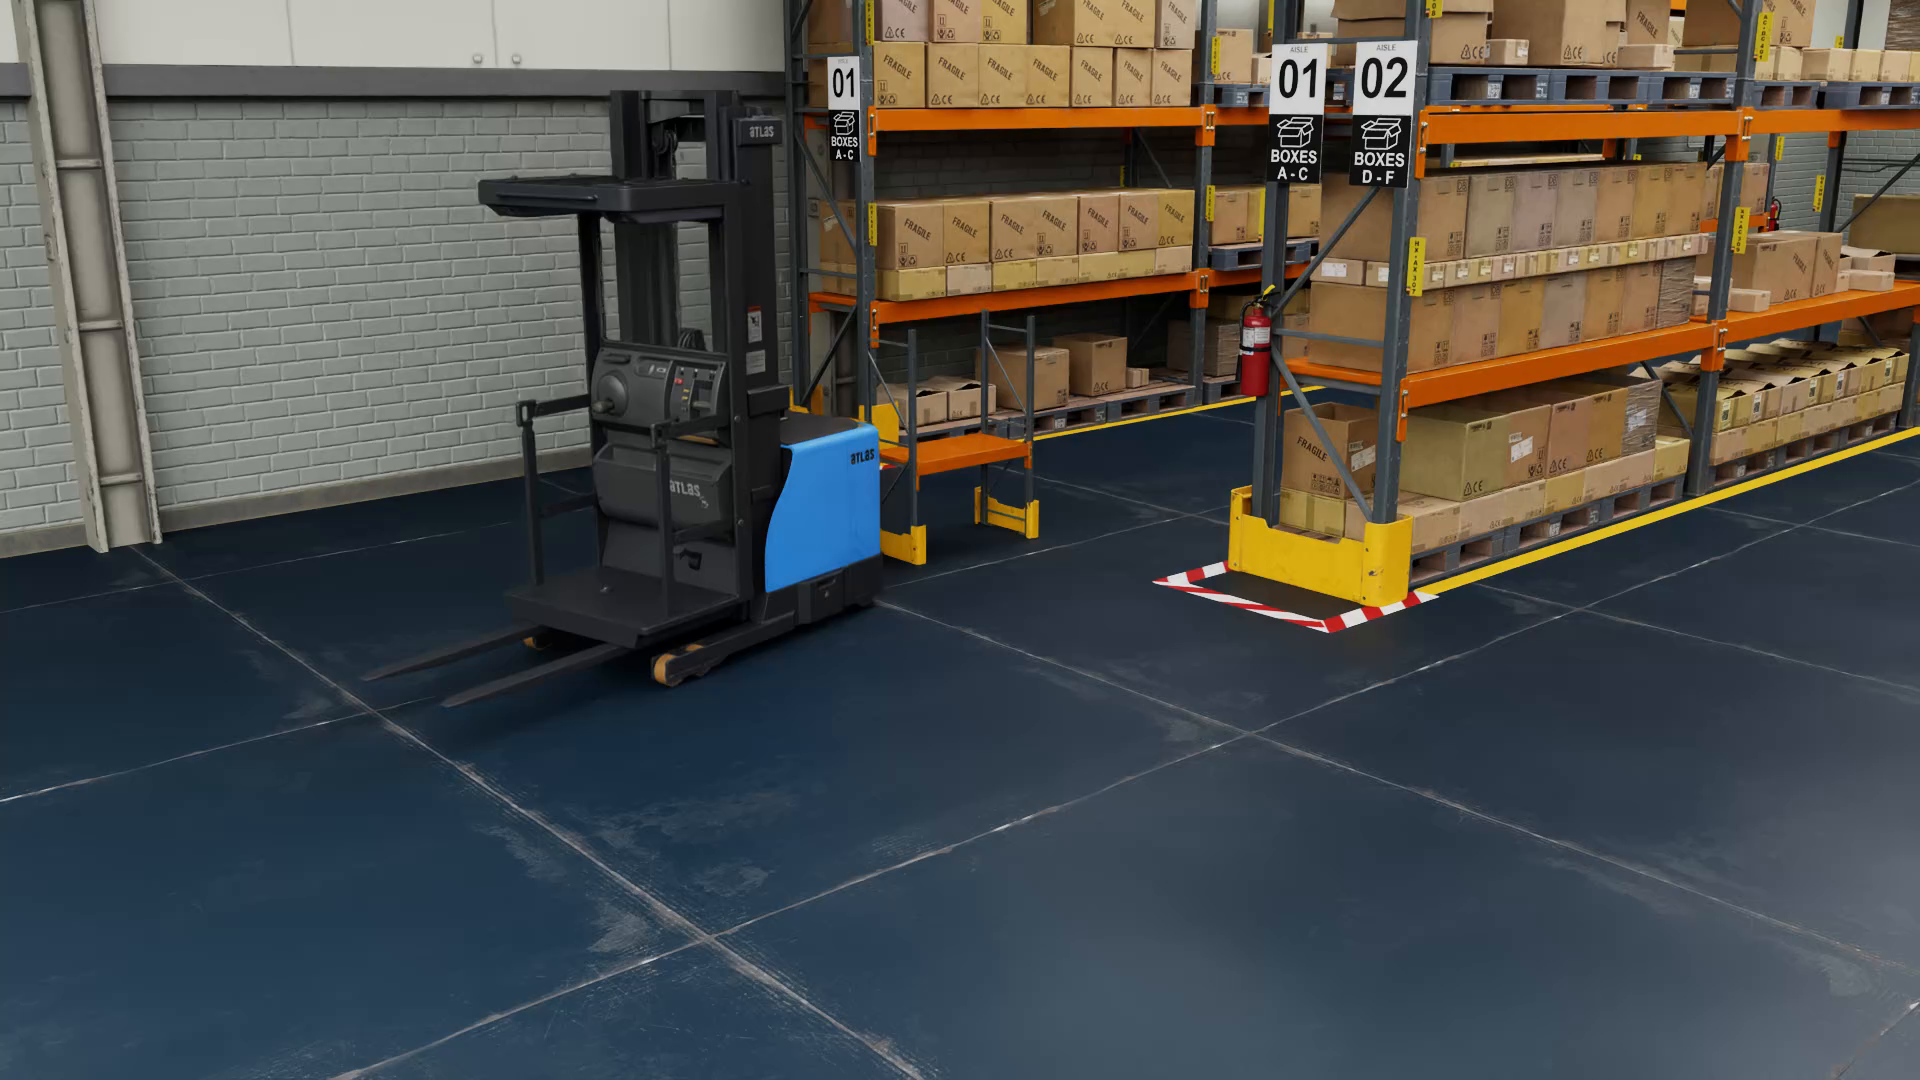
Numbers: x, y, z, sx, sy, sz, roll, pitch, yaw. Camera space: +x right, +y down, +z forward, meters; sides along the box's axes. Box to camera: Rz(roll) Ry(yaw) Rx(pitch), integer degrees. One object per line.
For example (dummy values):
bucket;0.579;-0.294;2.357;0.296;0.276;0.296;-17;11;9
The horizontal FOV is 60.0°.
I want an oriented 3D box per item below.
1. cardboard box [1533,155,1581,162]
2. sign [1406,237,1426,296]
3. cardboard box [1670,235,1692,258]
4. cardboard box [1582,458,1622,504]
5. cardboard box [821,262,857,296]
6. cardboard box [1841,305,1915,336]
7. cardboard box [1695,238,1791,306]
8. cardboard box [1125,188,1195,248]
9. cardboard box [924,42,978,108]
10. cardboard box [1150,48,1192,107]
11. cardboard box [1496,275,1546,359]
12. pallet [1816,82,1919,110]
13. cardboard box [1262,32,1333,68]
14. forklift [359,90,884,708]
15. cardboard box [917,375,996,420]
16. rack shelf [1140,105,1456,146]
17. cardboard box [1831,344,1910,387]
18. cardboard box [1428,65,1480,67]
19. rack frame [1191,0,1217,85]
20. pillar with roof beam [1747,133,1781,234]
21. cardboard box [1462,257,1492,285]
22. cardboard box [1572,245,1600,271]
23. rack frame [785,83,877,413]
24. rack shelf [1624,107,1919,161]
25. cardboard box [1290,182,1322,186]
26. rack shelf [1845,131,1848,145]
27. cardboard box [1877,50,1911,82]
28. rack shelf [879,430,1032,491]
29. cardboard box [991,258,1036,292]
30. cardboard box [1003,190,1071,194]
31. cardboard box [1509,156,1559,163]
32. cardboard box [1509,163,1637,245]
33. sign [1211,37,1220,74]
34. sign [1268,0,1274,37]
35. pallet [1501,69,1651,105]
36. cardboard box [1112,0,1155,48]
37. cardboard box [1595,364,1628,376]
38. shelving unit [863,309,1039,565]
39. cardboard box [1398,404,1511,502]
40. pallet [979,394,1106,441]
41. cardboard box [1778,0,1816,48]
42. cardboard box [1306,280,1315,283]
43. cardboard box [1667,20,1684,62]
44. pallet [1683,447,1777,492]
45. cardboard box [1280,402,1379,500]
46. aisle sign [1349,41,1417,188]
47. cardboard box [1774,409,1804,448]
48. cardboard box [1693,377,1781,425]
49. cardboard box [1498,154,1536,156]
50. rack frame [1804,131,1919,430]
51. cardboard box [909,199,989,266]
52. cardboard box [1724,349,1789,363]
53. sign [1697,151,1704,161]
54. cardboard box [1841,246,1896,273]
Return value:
cardboard box;7.048;-4.454;19.852;0.500;0.250;0.500;-12;19;-38
sign;2.571;-1.541;9.377;0.005;0.325;0.100;-13;19;-39
cardboard box;4.976;-2.104;11.864;0.250;0.149;0.380;-13;20;-41
cardboard box;4.271;-0.455;11.654;0.500;0.250;0.500;-13;19;-39
cardboard box;-0.818;-2.212;13.970;0.500;0.250;0.500;-12;19;-39
cardboard box;8.837;-2.131;15.953;0.500;0.250;0.500;-12;19;-37
cardboard box;6.216;-2.136;13.241;0.500;0.500;0.500;-11;18;-35
cardboard box;1.821;-2.995;15.447;0.500;0.500;0.500;-13;20;-39
cardboard box;-0.198;-3.757;13.457;0.500;0.500;0.500;-11;19;-36
cardboard box;1.754;-4.208;15.148;0.500;0.500;0.500;-12;19;-38
cardboard box;3.343;-1.492;10.829;0.500;0.500;0.700;-12;19;-39
pallet;6.951;-3.585;13.412;1.213;0.211;1.003;-12;19;-37
cardboard box;3.369;-4.822;16.669;0.500;0.500;0.500;-14;20;-41
forklift;-1.716;-0.811;8.607;1.130;2.935;3.031;10;18;34
cardboard box;-0.032;-1.268;14.541;0.500;0.311;0.500;-11;18;-35
rack shelf;3.483;-4.276;17.027;4.000;0.370;1.077;-13;19;-39
cardboard box;8.013;-1.558;14.698;0.500;0.311;0.500;-12;19;-38
cardboard box;2.907;-3.088;10.390;0.500;0.250;0.500;-13;19;-39
rack frame;1.974;-5.734;15.278;0.127;3.000;1.000;-13;19;-39
pillar with roof beam;15.322;-7.554;22.094;0.400;9.000;9.100;-13;19;-39
cardboard box;3.035;-1.667;10.229;0.250;0.149;0.380;-13;19;-39
cardboard box;4.007;-1.885;11.044;0.250;0.149;0.380;-12;19;-38
rack frame;-1.043;-2.158;13.516;0.127;3.000;1.000;-13;19;-39
rack shelf;6.738;-3.312;13.419;4.000;0.370;1.077;-13;19;-39
cardboard box;3.718;-3.477;17.408;0.500;0.500;0.700;-13;19;-39
rack shelf;9.755;-3.990;15.955;4.000;0.370;1.077;-13;19;-39
cardboard box;7.557;-3.949;13.885;0.500;0.250;0.500;-12;19;-38
rack shelf;-0.064;-0.536;11.049;1.000;0.185;0.538;-13;19;-39
cardboard box;0.304;-2.292;14.269;0.500;0.250;0.500;-13;20;-40
cardboard box;0.710;-2.926;15.189;0.500;0.500;0.500;-12;19;-38
cardboard box;6.664;-4.368;19.528;0.500;0.250;0.500;-13;20;-40
cardboard box;4.140;-2.300;11.340;0.500;0.500;0.700;-13;20;-39
sign;2.336;-4.430;15.208;0.005;0.325;0.100;-13;19;-39
sign;1.866;-3.141;9.821;0.005;0.325;0.100;-13;19;-39
pallet;3.682;-2.923;10.739;1.213;0.211;1.003;-13;19;-39
cardboard box;1.365;-4.593;14.648;0.500;0.500;0.500;-11;19;-36
cardboard box;4.673;-1.091;12.582;0.500;0.500;0.500;-13;19;-39
shelving unit;-0.058;-0.712;11.008;1.083;1.500;0.587;-13;19;-39
cardboard box;3.138;-0.563;10.608;0.500;0.500;0.500;-13;19;-39
pallet;0.570;-1.160;15.183;1.213;0.211;1.003;-13;19;-39
cardboard box;6.134;-4.011;12.666;0.500;0.500;0.500;-10;18;-34
cardboard box;4.012;-2.664;17.948;0.500;0.250;0.500;-12;19;-38
cardboard box;8.731;-6.247;20.842;0.500;0.500;0.500;-13;20;-40
pallet;5.759;-0.657;13.300;1.213;0.211;1.003;-13;19;-39
cardboard box;2.420;-0.580;10.668;0.500;0.500;0.500;-13;19;-39
aisle sign;2.363;-2.379;9.307;0.004;0.787;0.394;-13;19;-39
cardboard box;6.471;-0.941;13.474;0.500;0.250;0.500;-13;20;-41
cardboard box;6.085;-1.122;13.067;0.500;0.311;0.500;-13;20;-40
cardboard box;6.726;-4.552;20.215;0.500;0.250;0.500;-14;20;-41
rack frame;8.246;-2.549;14.981;0.127;3.000;1.000;-13;19;-39
cardboard box;-0.107;-2.561;13.825;0.500;0.500;0.500;-13;19;-39
cardboard box;6.881;-1.487;14.430;0.500;0.311;0.500;-13;20;-41
sign;10.667;-5.434;23.949;0.005;0.325;0.100;-13;19;-39
cardboard box;7.943;-2.453;14.794;0.500;0.311;0.500;-11;19;-36
